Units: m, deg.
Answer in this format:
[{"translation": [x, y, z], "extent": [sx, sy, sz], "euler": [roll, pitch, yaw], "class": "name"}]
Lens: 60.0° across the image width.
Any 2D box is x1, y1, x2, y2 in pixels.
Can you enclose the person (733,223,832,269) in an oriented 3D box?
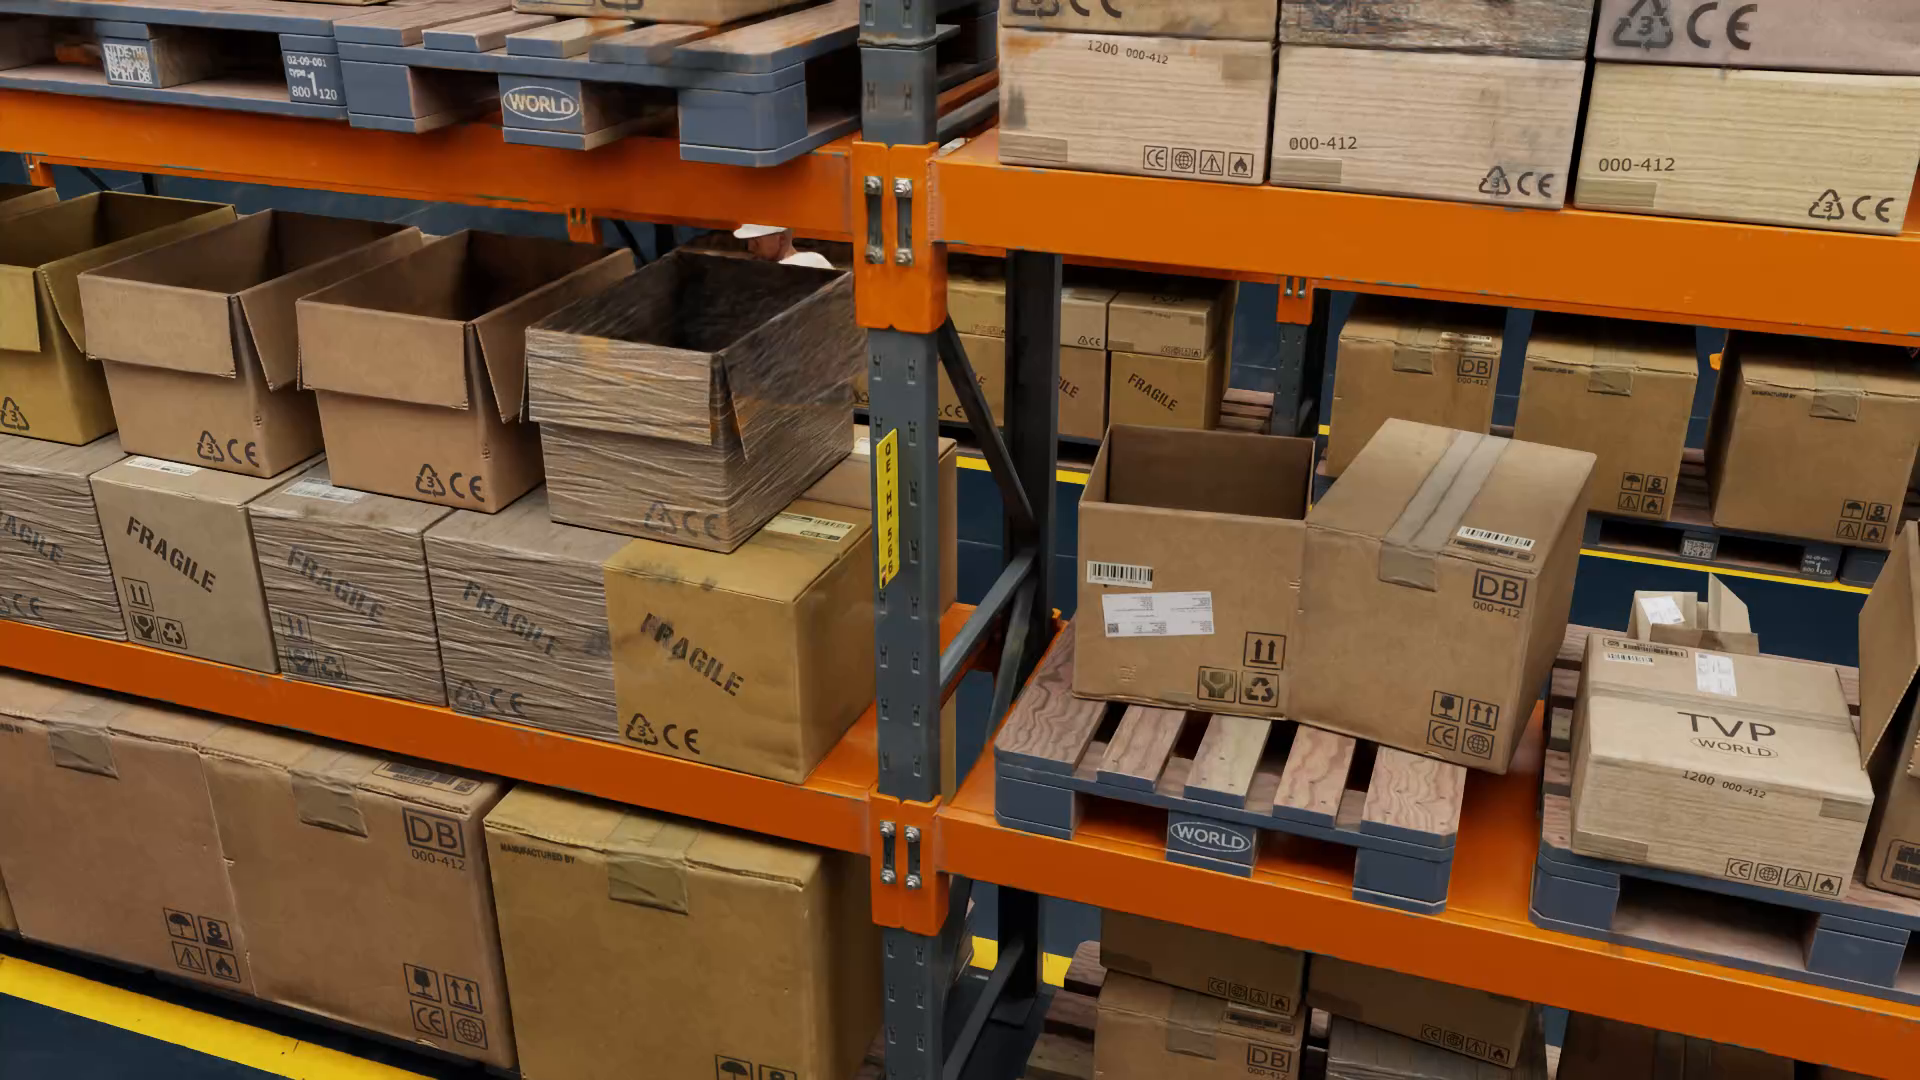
[{"translation": [-0.819, -0.686, 7.501], "extent": [0.759, 1.753, 0.672], "euler": [15, 29, 29], "class": "person"}]
